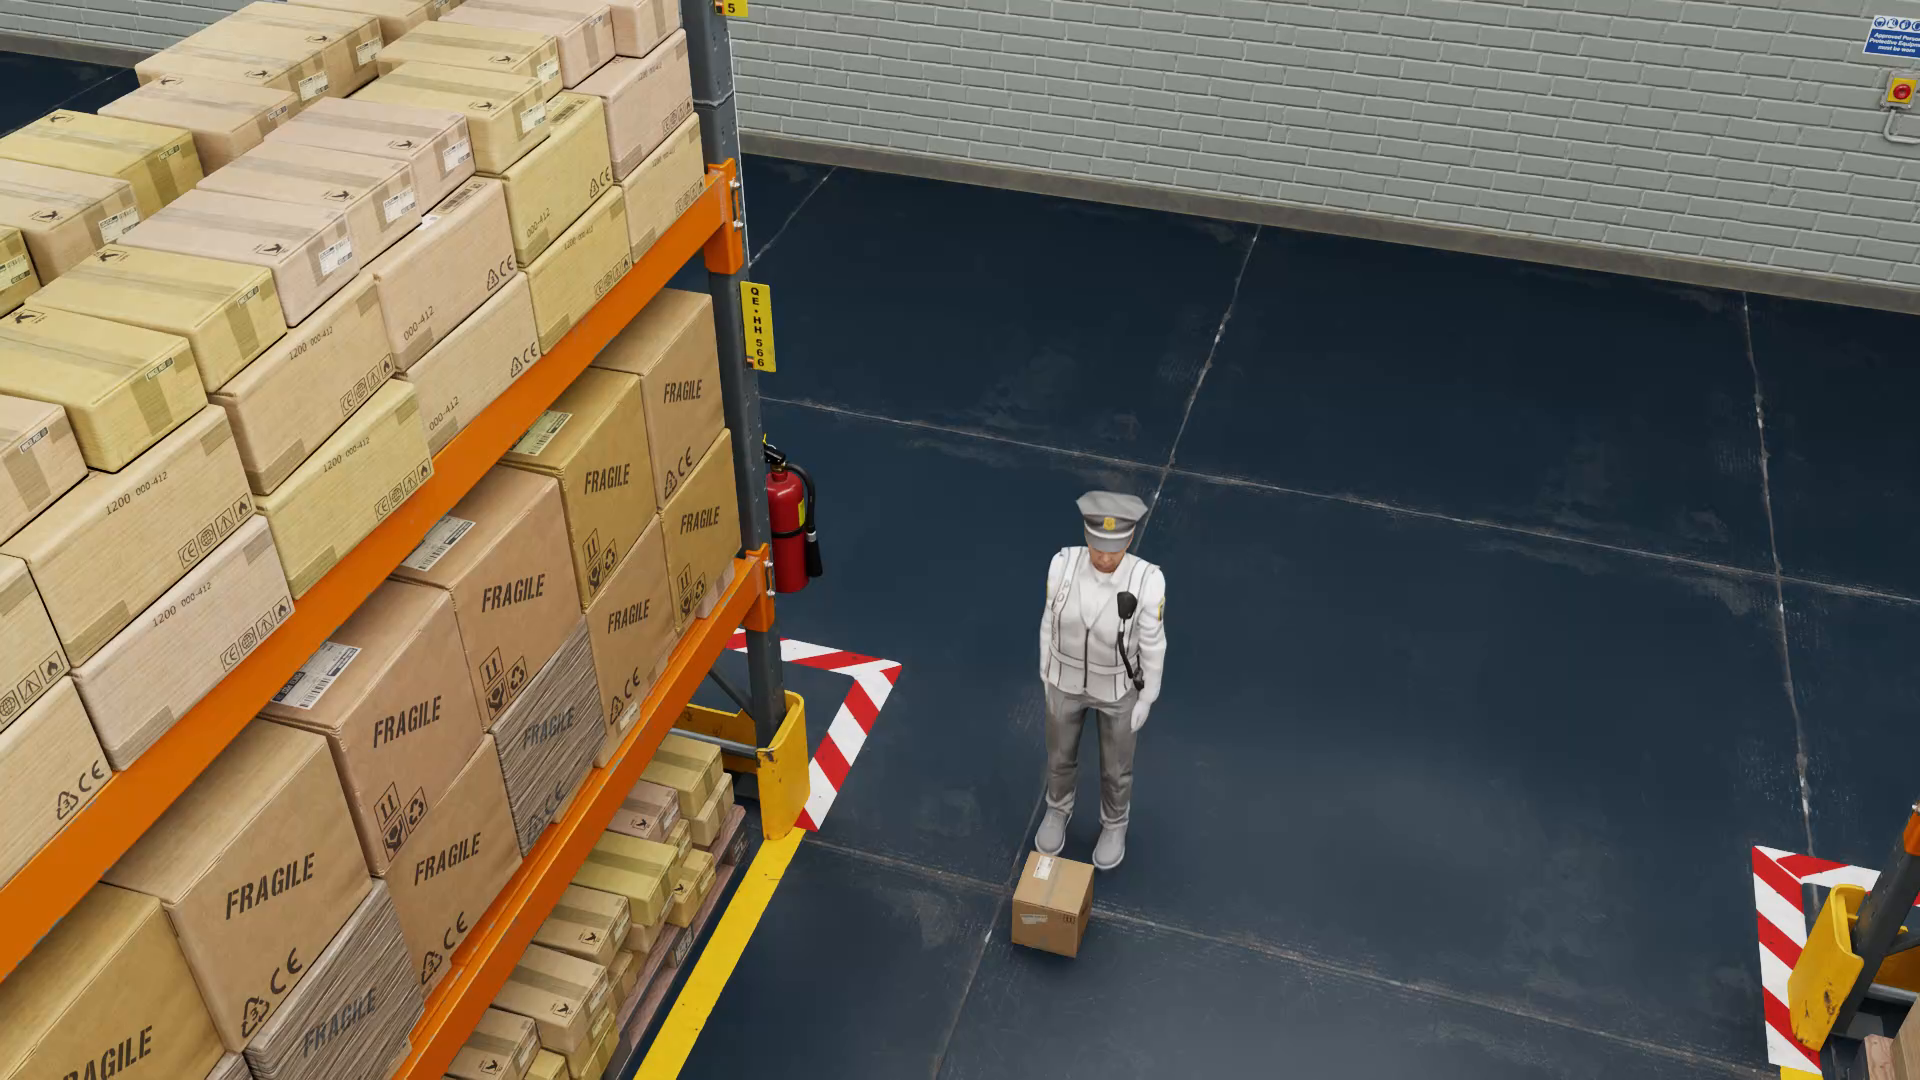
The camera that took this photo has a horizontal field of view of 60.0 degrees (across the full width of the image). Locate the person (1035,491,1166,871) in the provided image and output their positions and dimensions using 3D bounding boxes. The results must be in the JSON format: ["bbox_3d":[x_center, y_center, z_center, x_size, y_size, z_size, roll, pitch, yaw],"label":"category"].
[{"bbox_3d":[0.510,0.541,6.171,0.467,1.676,0.336,12,39,15],"label":"person"}]
